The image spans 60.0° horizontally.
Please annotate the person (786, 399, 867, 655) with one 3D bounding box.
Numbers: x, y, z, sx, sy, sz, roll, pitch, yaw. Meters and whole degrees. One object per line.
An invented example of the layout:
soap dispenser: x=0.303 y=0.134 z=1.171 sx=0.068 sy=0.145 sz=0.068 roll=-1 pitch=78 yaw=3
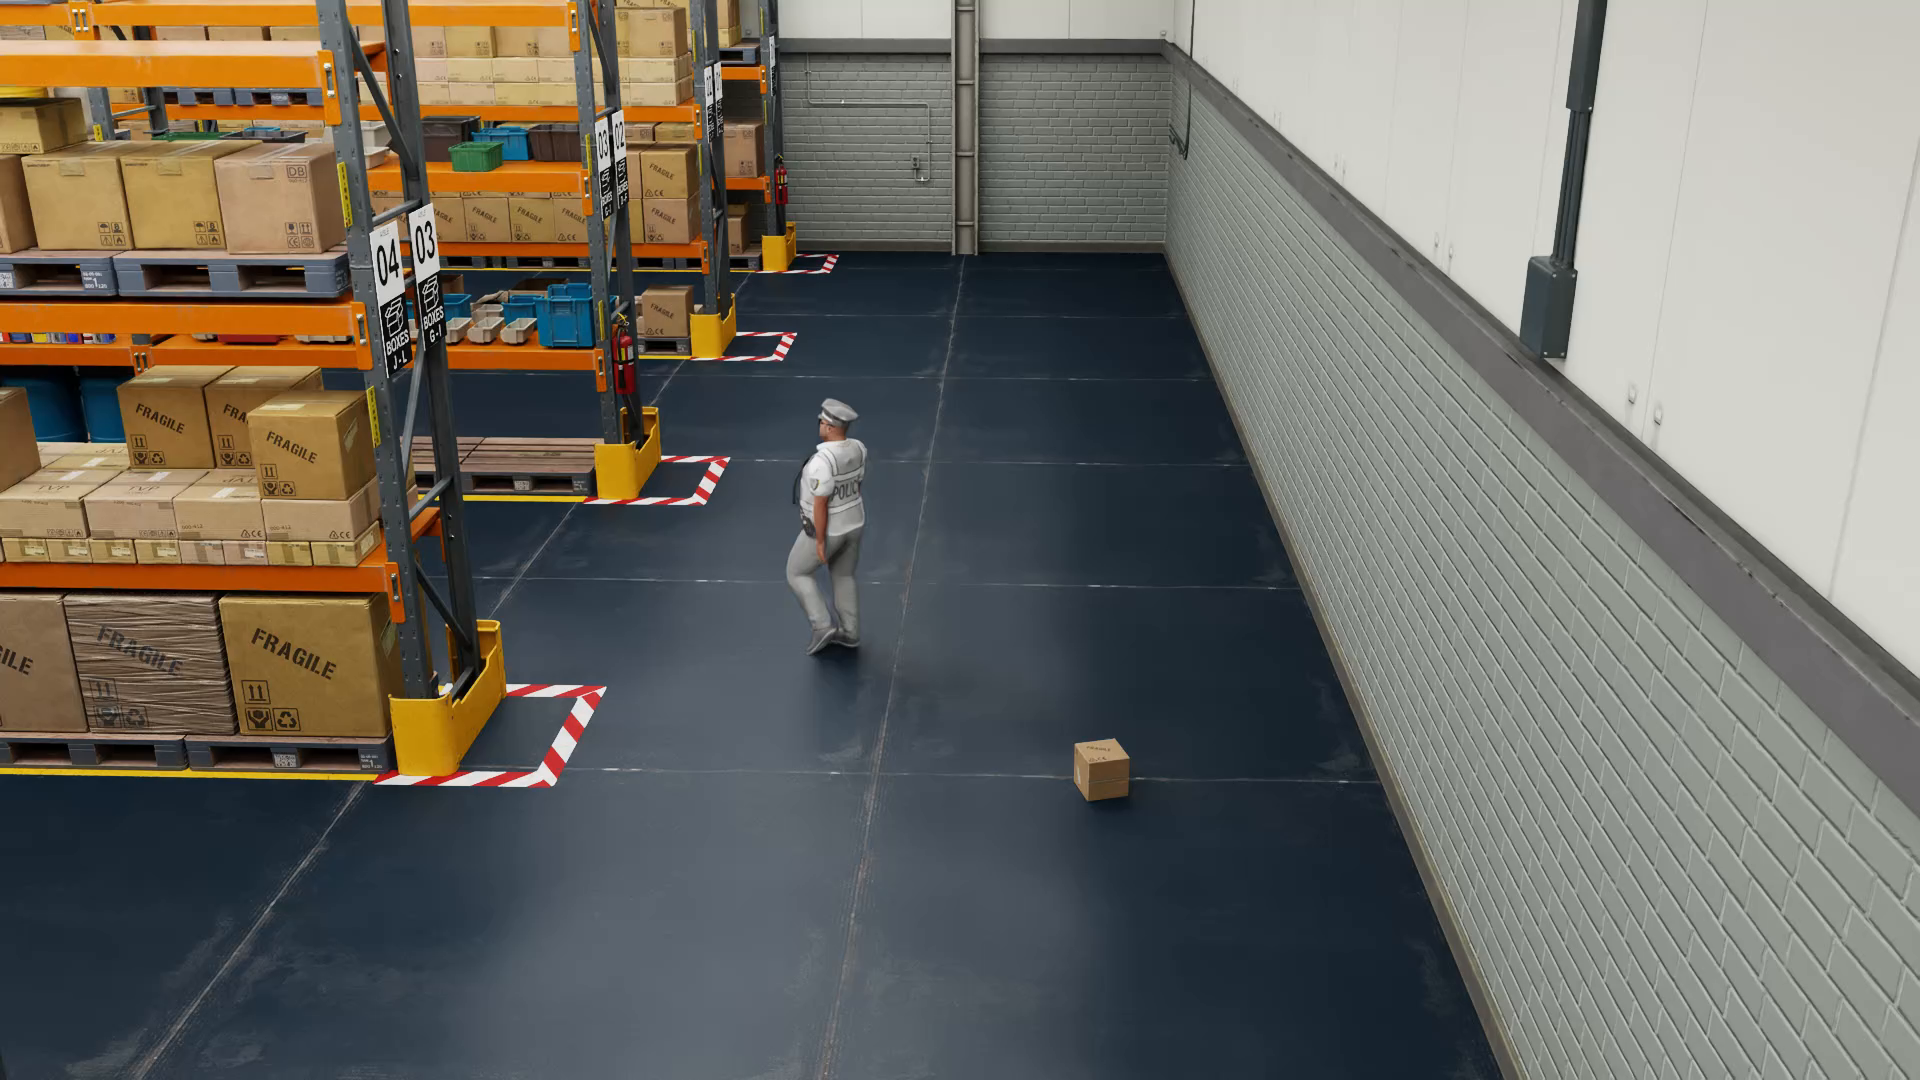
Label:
person: x=-0.897 y=-0.081 z=11.264 sx=0.473 sy=1.816 sz=0.538 roll=16 pitch=26 yaw=37
